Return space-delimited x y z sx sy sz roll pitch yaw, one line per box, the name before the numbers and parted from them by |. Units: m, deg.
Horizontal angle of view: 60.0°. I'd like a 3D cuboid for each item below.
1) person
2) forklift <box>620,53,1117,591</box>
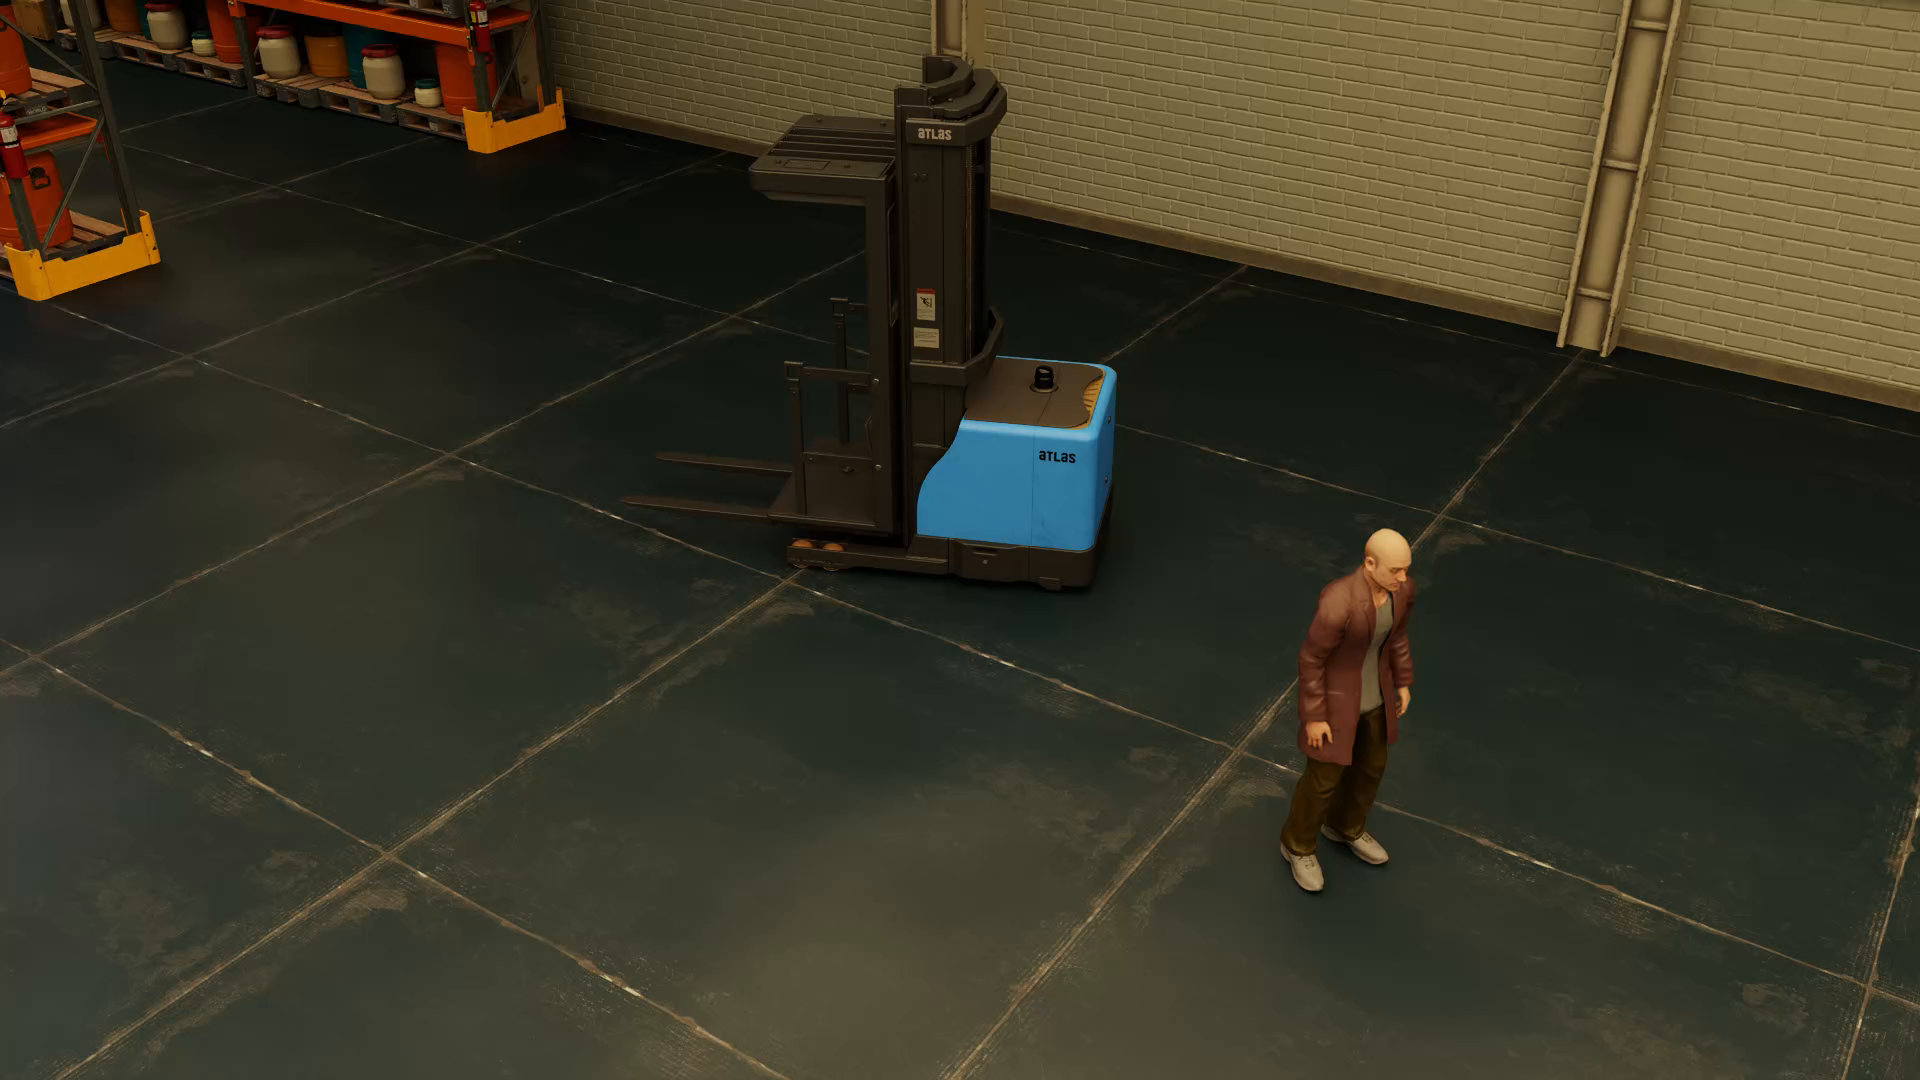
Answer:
person | 1.777 0.722 7.489 0.656 1.774 0.424 -17 34 -27
forklift | -0.596 -1.330 9.871 3.031 2.935 1.130 6 31 10
